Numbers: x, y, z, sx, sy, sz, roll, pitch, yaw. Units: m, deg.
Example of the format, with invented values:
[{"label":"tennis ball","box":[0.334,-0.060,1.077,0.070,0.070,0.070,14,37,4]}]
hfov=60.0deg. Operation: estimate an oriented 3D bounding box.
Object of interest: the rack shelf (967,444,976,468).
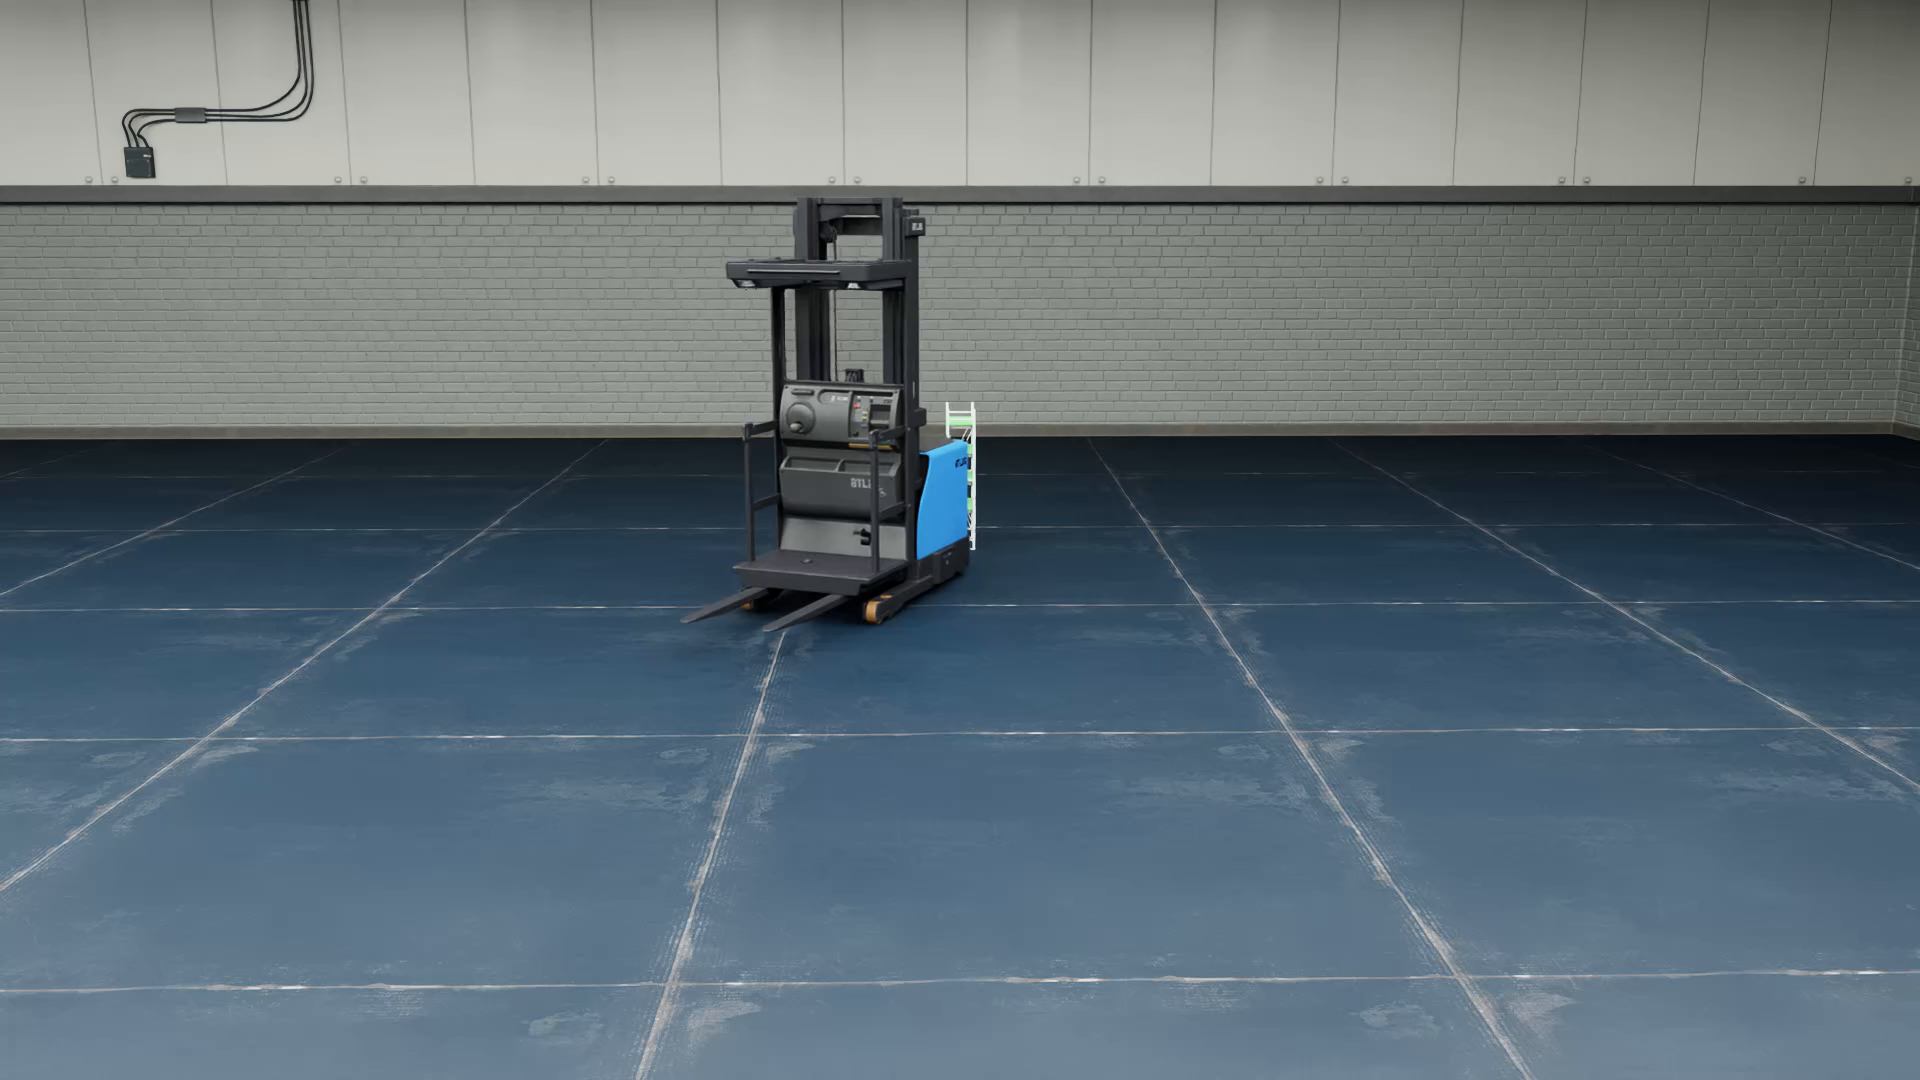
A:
[{"label":"rack shelf","box":[0.003,-0.728,14.243,0.258,0.148,0.480,0,11,-1]}]

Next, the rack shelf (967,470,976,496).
[{"label":"rack shelf","box":[0.003,-0.492,14.290,0.258,0.148,0.480,0,11,-1]}]

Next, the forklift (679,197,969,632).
[{"label":"forklift","box":[-0.950,-0.942,11.829,1.130,2.935,3.031,5,12,22]}]

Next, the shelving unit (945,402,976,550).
[{"label":"shelving unit","box":[0.003,-0.555,14.278,0.258,1.200,0.503,0,11,-1]}]

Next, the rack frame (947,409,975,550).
[{"label":"rack frame","box":[0.008,-0.507,14.039,0.240,1.200,0.015,0,11,-1]}]

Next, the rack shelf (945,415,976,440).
[{"label":"rack shelf","box":[0.003,-0.963,14.195,0.258,0.148,0.480,0,11,-1]}]

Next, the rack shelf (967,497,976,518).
[{"label":"rack shelf","box":[0.003,-0.257,14.338,0.258,0.148,0.480,0,11,-1]}]

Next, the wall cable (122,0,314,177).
[{"label":"wall cable","box":[-8.908,-7.335,19.527,2.305,6.003,0.169,0,11,-1]}]

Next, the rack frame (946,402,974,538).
[{"label":"rack frame","box":[-0.002,-0.604,14.517,0.240,1.200,0.015,0,11,-1]}]
